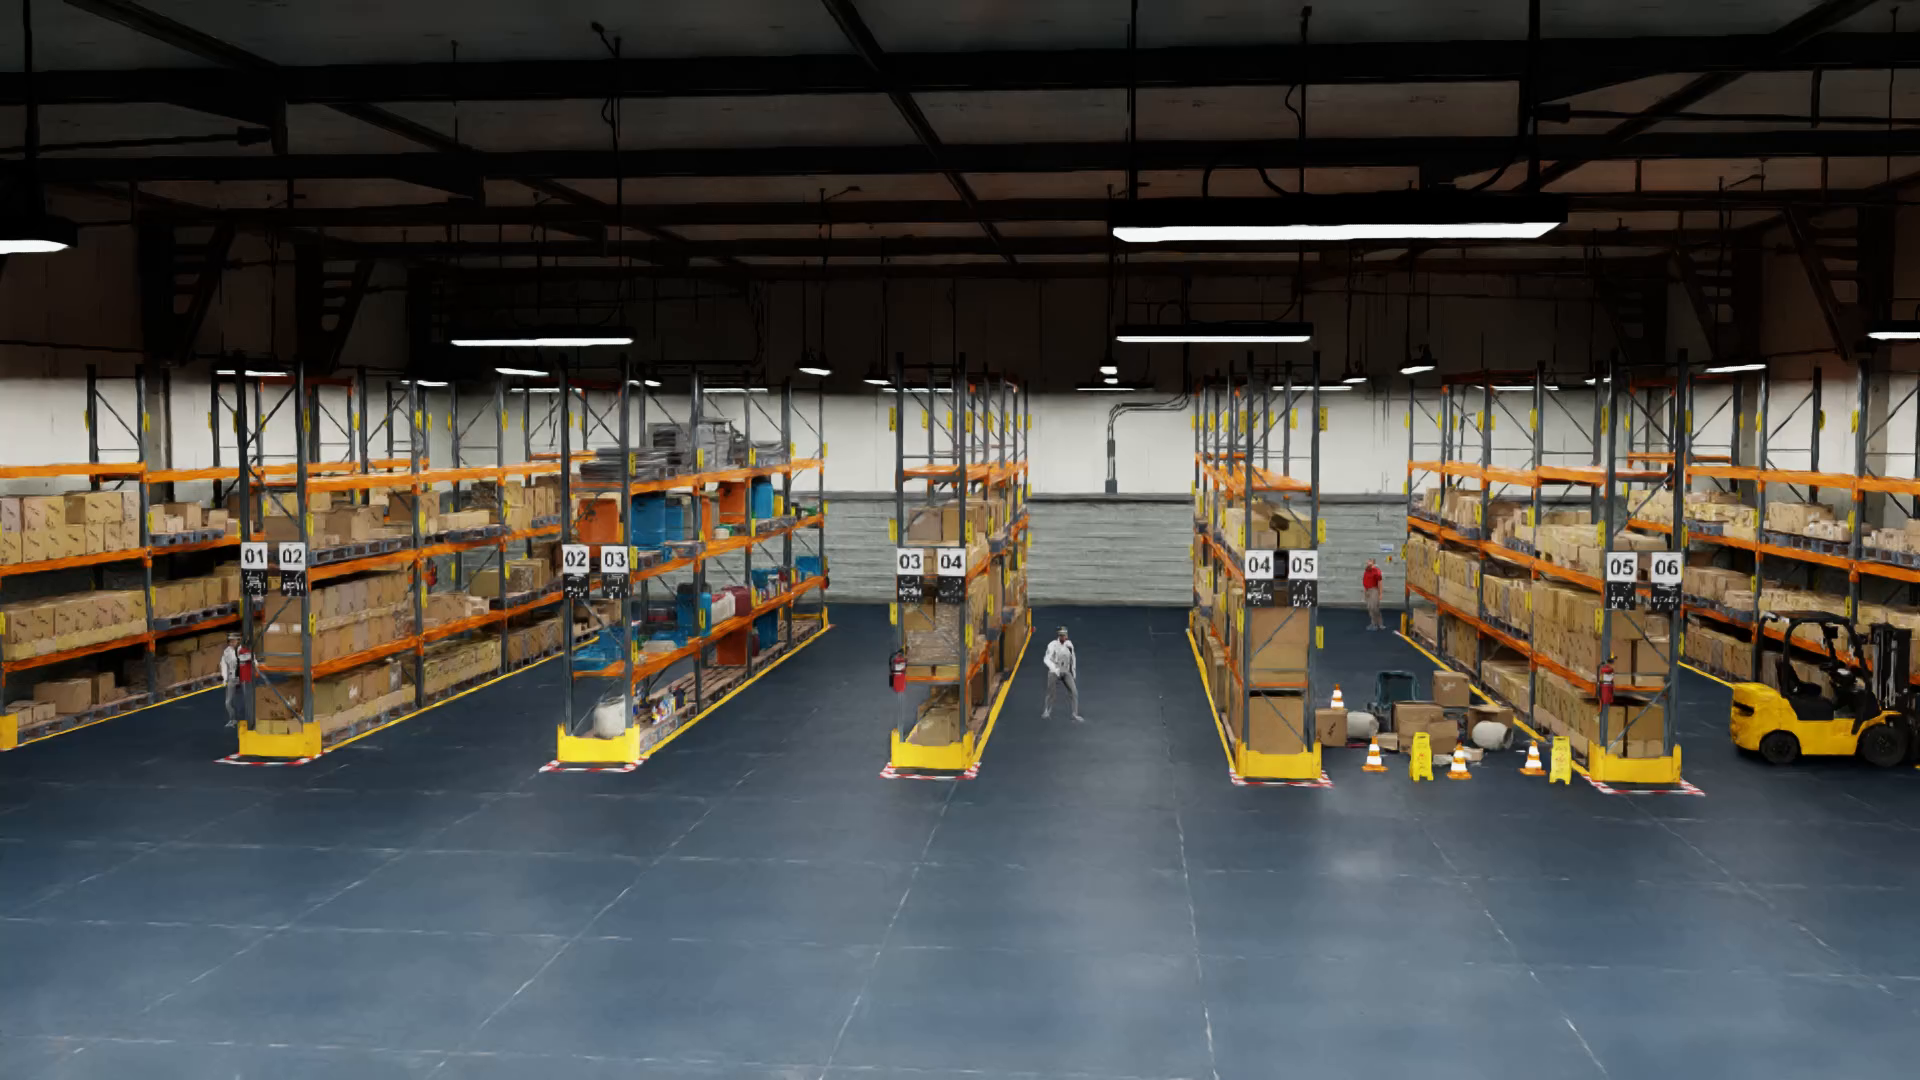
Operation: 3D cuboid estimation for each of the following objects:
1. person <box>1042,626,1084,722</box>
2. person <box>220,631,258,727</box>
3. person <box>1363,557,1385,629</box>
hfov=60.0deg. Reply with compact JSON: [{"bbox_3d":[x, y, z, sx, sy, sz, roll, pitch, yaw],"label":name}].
[{"bbox_3d":[1.683,2.212,27.824,0.638,1.607,0.813,-1,4,-12],"label":"person"},{"bbox_3d":[-11.752,2.268,27.122,0.639,1.632,0.512,0,4,3],"label":"person"},{"bbox_3d":[9.990,1.281,40.146,0.433,1.720,0.658,-2,5,-26],"label":"person"}]
